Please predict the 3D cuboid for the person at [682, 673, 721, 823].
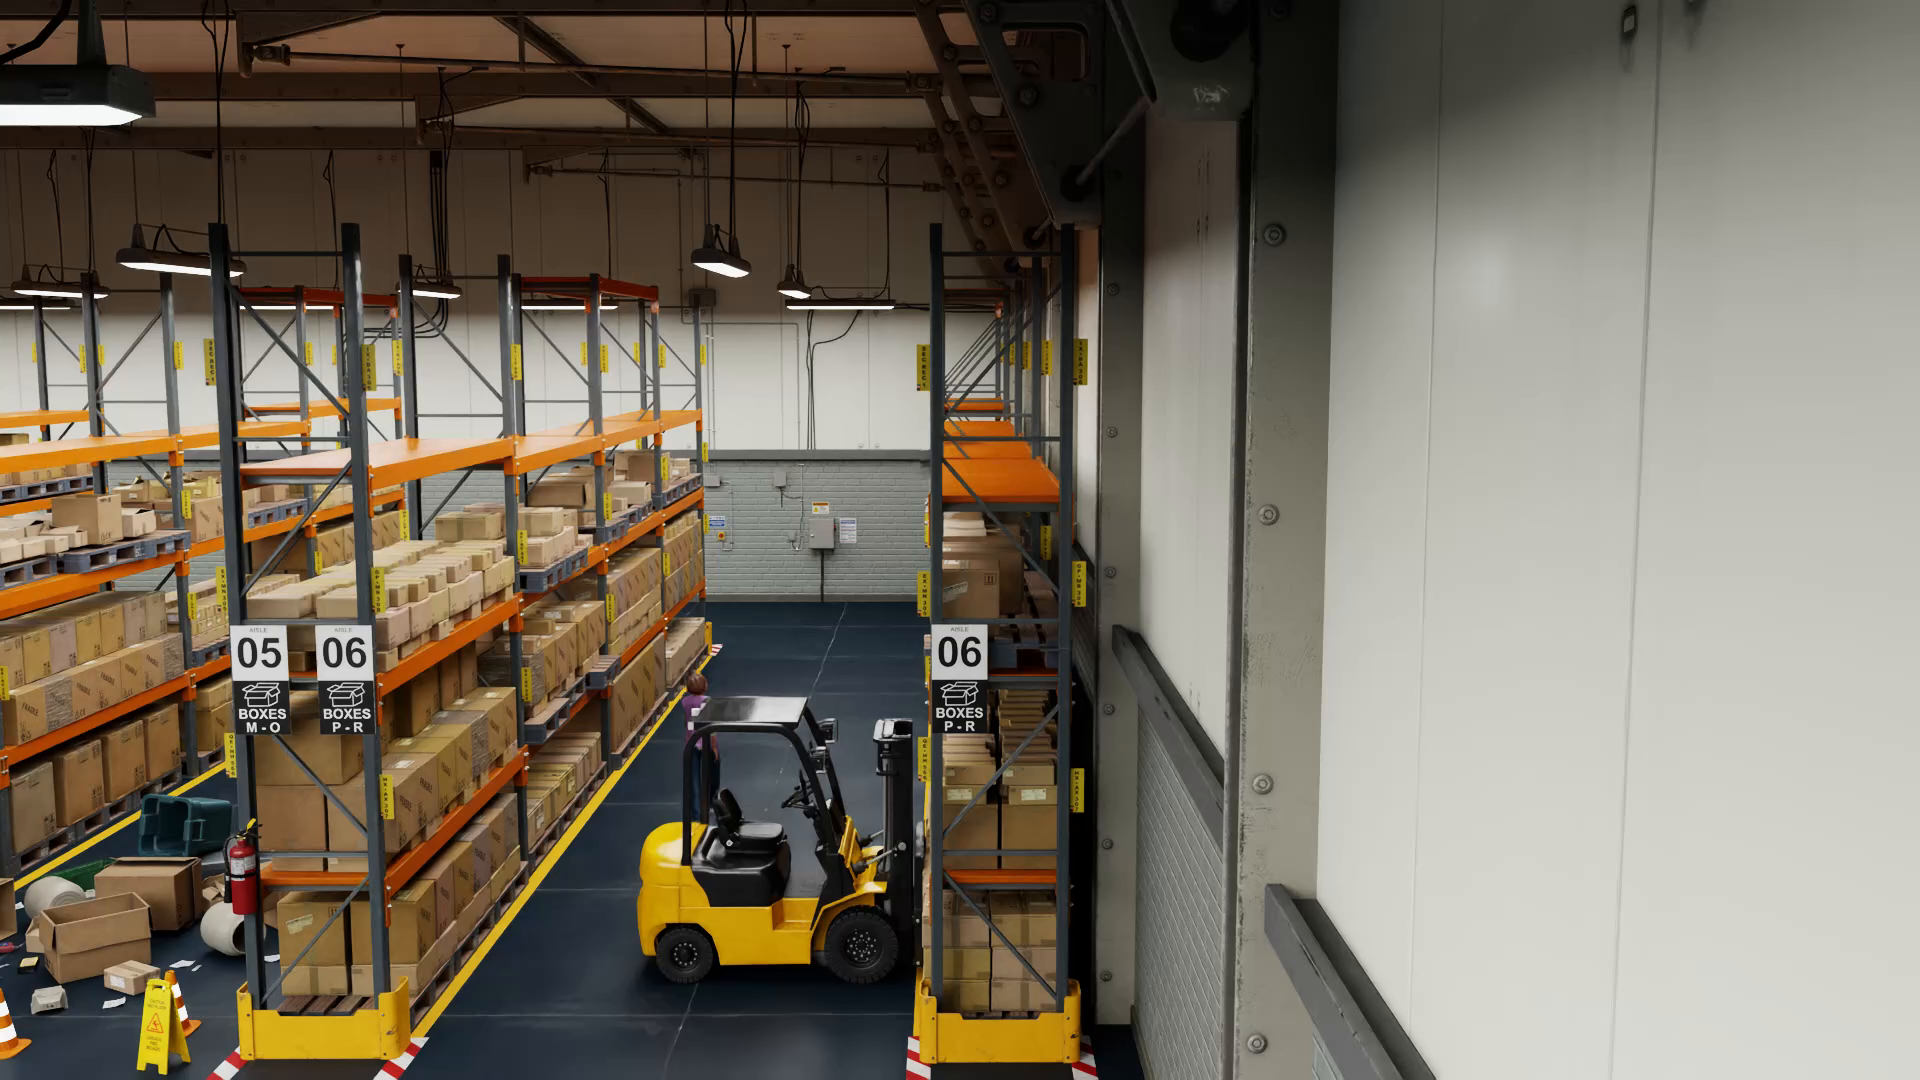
[{"bbox_3d":[-2.652,2.142,17.063,0.393,1.571,0.892,0,7,0],"label":"person"}]
